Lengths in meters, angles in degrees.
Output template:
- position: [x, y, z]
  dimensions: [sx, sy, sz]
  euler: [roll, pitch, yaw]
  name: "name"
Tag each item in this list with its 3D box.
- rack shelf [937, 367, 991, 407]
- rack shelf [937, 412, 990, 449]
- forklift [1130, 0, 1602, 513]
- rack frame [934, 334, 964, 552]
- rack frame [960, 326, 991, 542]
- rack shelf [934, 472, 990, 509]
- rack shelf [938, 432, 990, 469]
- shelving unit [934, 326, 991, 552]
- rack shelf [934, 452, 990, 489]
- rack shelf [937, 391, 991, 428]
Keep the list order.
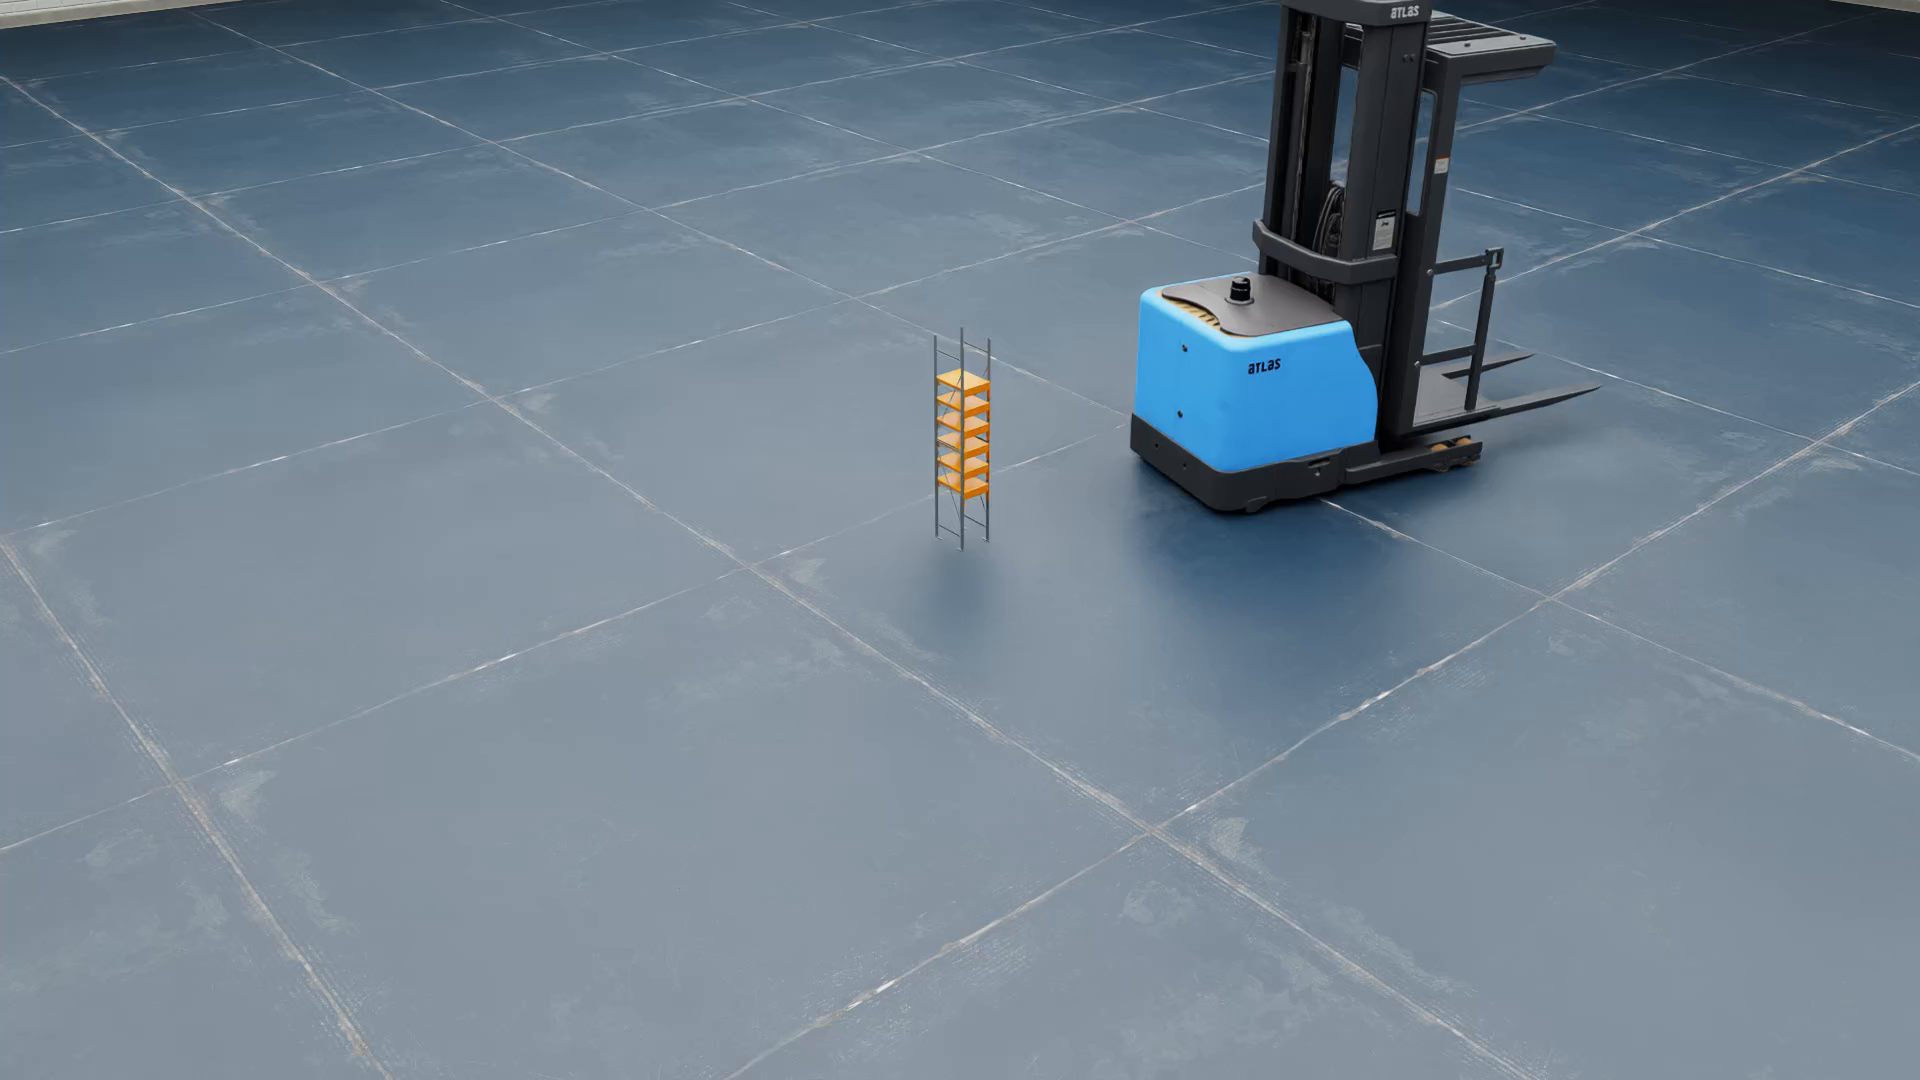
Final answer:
- position: [0.011, -0.812, 8.827]
  dimensions: [0.180, 0.103, 0.258]
  euler: [-22, 35, -35]
  name: "rack shelf"
- position: [0.011, -0.600, 8.940]
  dimensions: [0.180, 0.103, 0.258]
  euler: [-22, 35, -35]
  name: "rack shelf"
- position: [2.593, -1.910, 9.715]
  dimensions: [3.031, 2.935, 1.130]
  euler: [-13, 31, -23]
  name: "forklift"
- position: [-0.059, -0.506, 8.923]
  dimensions: [0.006, 1.200, 0.240]
  euler: [-22, 35, -35]
  name: "rack frame"
- position: [0.081, -0.562, 9.028]
  dimensions: [0.006, 1.200, 0.240]
  euler: [-22, 35, -35]
  name: "rack frame"
- position: [0.011, -0.283, 9.110]
  dimensions: [0.180, 0.103, 0.258]
  euler: [-22, 35, -35]
  name: "rack shelf"
- position: [0.011, -0.494, 8.996]
  dimensions: [0.180, 0.103, 0.258]
  euler: [-22, 35, -35]
  name: "rack shelf"
- position: [0.011, -0.534, 8.975]
  dimensions: [0.189, 1.200, 0.258]
  euler: [-22, 35, -35]
  name: "shelving unit"
- position: [0.011, -0.389, 9.053]
  dimensions: [0.180, 0.103, 0.258]
  euler: [-22, 35, -35]
  name: "rack shelf"
- position: [0.011, -0.706, 8.883]
  dimensions: [0.180, 0.103, 0.258]
  euler: [-22, 35, -35]
  name: "rack shelf"
